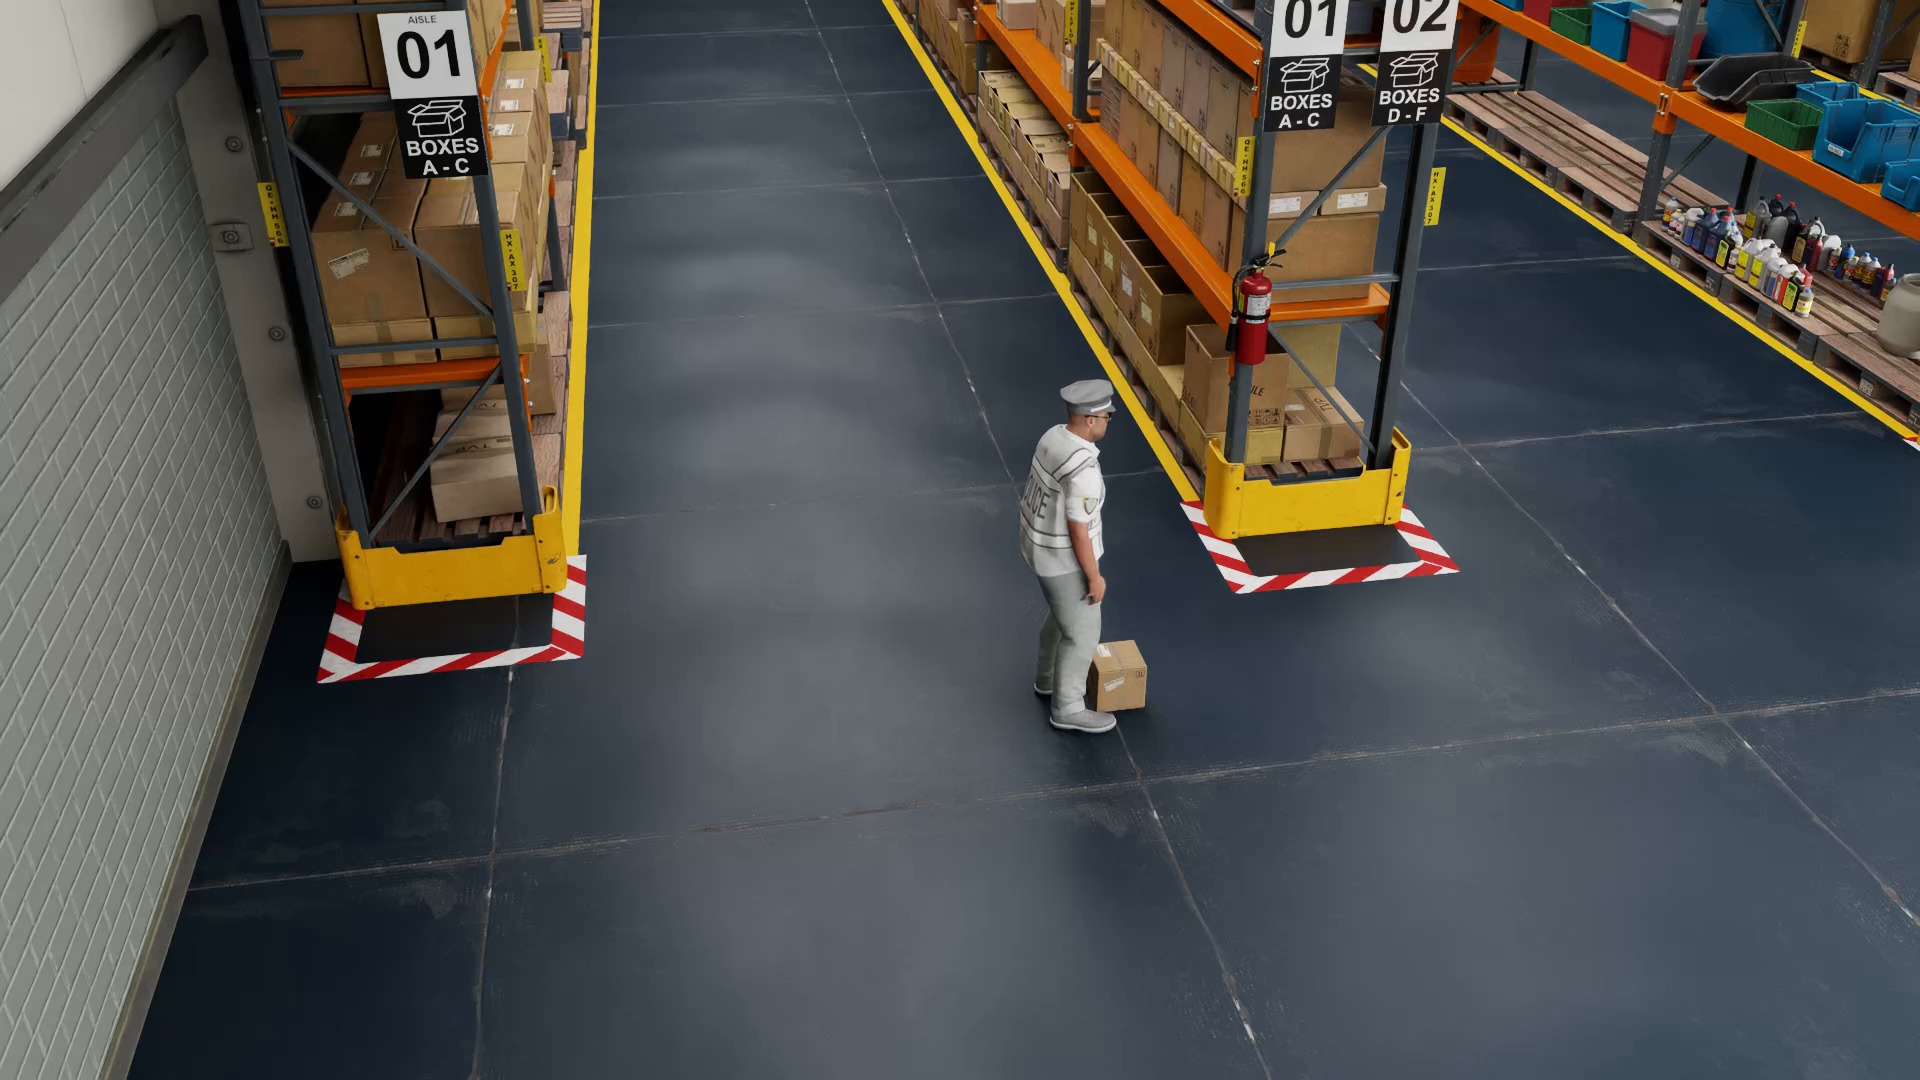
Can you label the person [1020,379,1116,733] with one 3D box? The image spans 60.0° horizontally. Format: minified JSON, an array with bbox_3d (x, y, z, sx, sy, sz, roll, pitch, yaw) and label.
[{"bbox_3d":[0.518,0.068,8.012,0.427,1.751,0.605,-7,31,-11],"label":"person"}]
